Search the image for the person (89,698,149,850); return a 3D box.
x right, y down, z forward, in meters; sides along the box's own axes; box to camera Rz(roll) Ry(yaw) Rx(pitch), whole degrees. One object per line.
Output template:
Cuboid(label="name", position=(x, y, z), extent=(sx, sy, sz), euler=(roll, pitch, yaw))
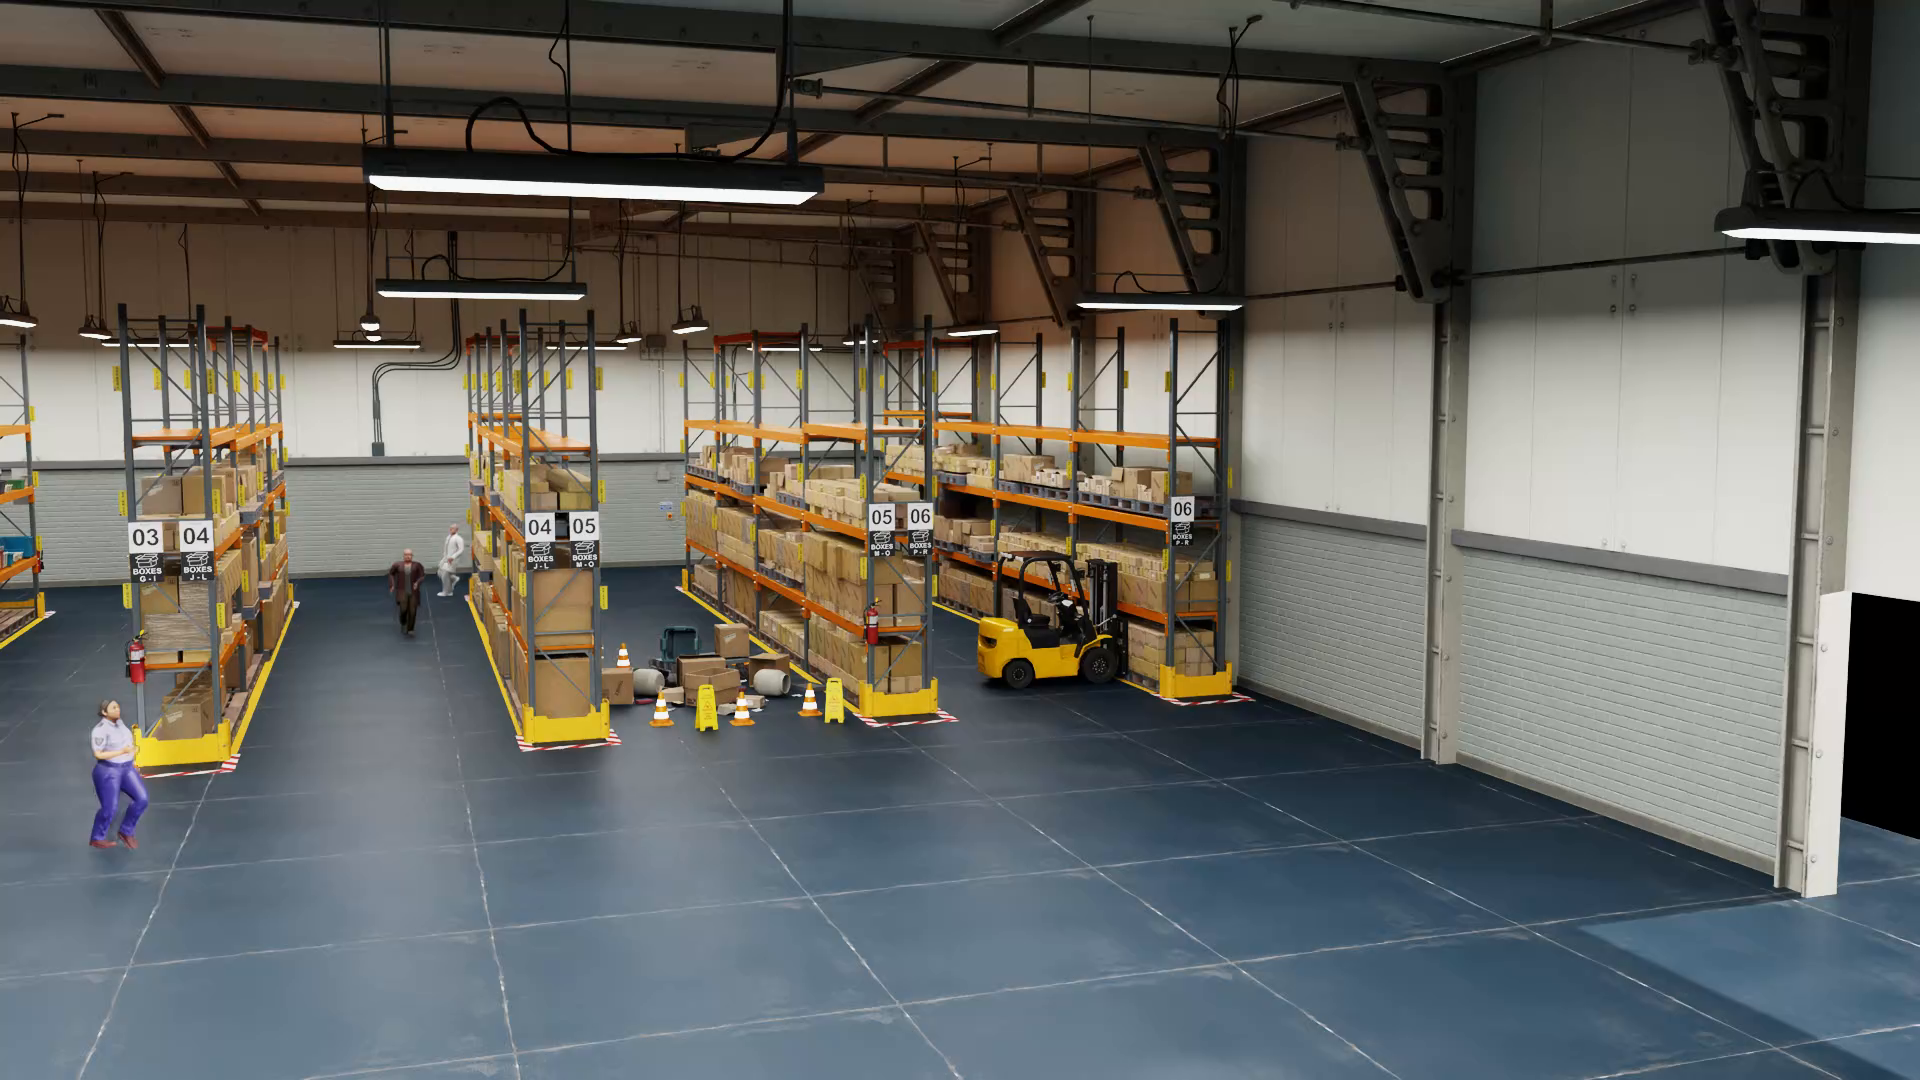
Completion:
Cuboid(label="person", position=(-8.983, 2.525, 17.735), extent=(0.660, 1.669, 0.583), euler=(1, 6, 13))

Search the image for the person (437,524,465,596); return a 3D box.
Cuboid(label="person", position=(-11.851, 0.474, 38.819), extent=(0.738, 1.697, 0.580), euler=(4, 7, 40))

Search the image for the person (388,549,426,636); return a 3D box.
Cuboid(label="person", position=(-10.825, 1.086, 32.601), extent=(0.689, 1.643, 0.742), euler=(-2, 6, -22))
